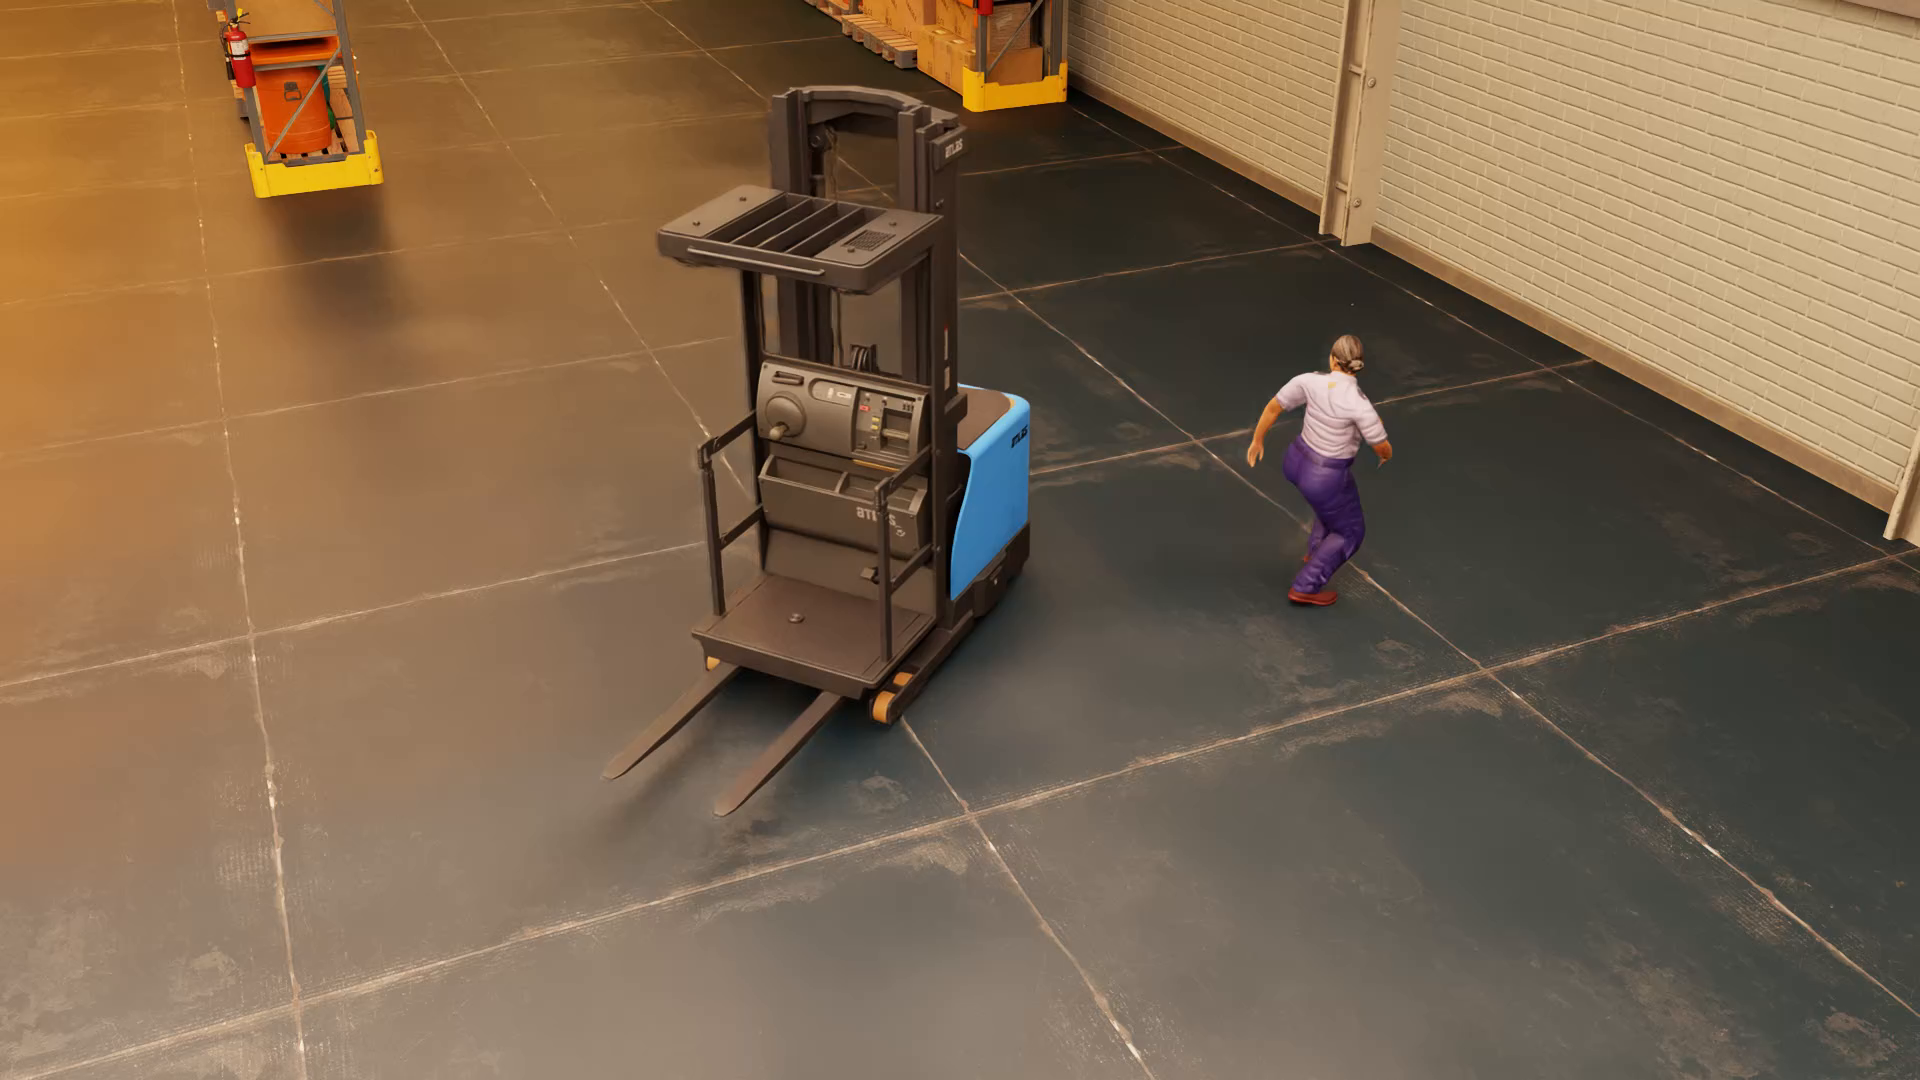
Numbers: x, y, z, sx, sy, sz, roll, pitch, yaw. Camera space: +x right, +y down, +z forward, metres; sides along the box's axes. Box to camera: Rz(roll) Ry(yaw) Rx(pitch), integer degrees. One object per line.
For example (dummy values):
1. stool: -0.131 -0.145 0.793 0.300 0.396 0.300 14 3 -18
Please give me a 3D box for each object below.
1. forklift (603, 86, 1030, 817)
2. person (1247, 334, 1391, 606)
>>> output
1. forklift: -0.694 -0.588 8.148 1.130 2.935 3.031 14 32 22
2. person: 2.025 -0.364 9.169 0.713 1.633 0.610 -12 32 -20
